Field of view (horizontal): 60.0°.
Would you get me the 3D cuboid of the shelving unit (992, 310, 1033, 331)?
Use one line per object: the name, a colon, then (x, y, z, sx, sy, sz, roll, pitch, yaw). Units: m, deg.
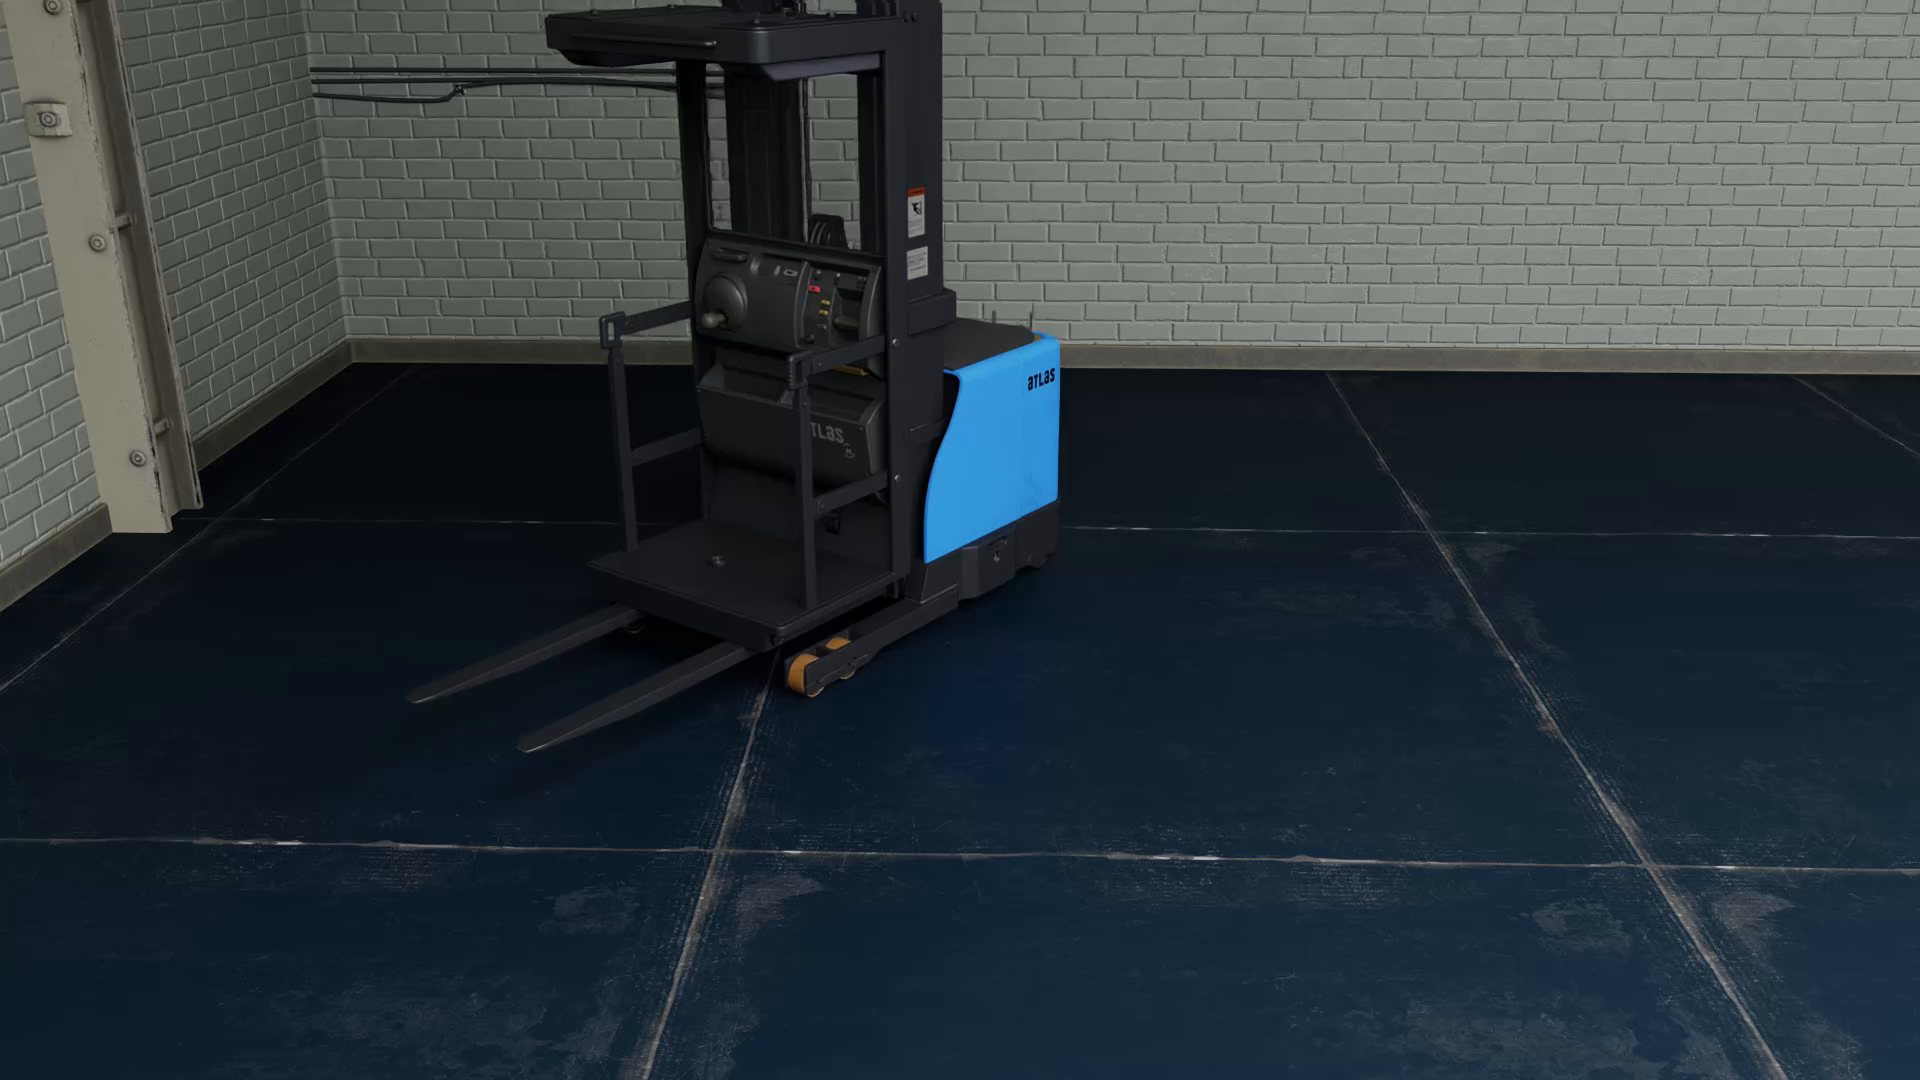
shelving unit: (0.223, -0.559, 8.017, 0.215, 1.050, 0.252, 5, 22, 12)

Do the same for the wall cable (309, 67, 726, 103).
wall cable: (-2.605, -3.906, 9.949, 3.097, 2.526, 0.112, 1, 21, 2)

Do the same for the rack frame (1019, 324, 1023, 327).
rack frame: (0.195, -0.516, 7.906, 0.200, 1.050, 0.008, 5, 22, 12)

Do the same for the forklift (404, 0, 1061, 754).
forklift: (-0.818, -0.957, 6.443, 1.130, 2.935, 3.031, 15, 26, 34)

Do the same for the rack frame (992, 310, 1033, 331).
rack frame: (0.250, -0.601, 8.128, 0.200, 1.050, 0.008, 5, 22, 12)

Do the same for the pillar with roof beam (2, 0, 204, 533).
pillar with roof beam: (0.287, -4.256, 6.558, 9.100, 9.000, 0.400, 1, 21, 2)
